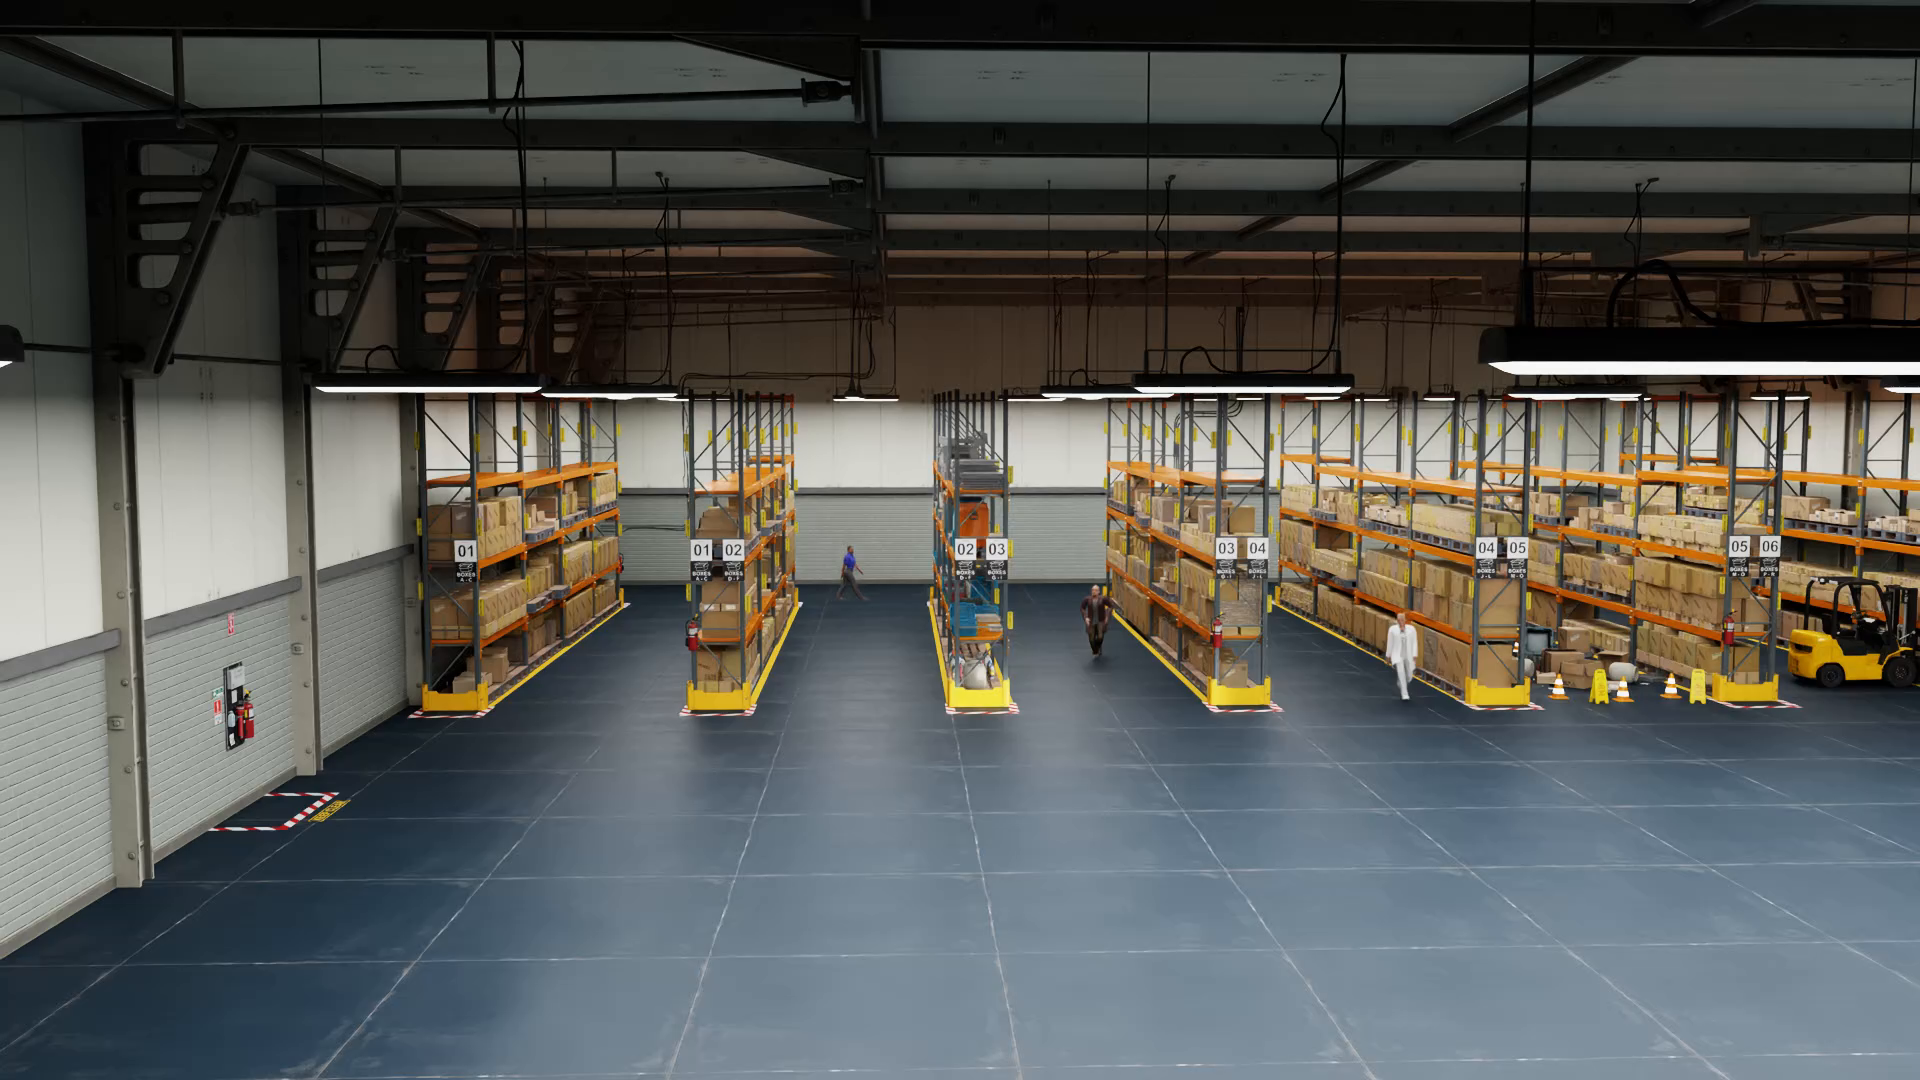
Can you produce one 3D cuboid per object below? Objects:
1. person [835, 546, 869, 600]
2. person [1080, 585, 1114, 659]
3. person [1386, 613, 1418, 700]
[{"bbox_3d":[-3.144,0.958,48.311,0.989,1.594,0.403,0,5,2],"label":"person"},{"bbox_3d":[3.073,1.843,37.362,0.754,1.689,0.637,0,5,5],"label":"person"},{"bbox_3d":[8.635,2.248,32.443,0.574,1.661,1.124,0,5,3],"label":"person"}]
